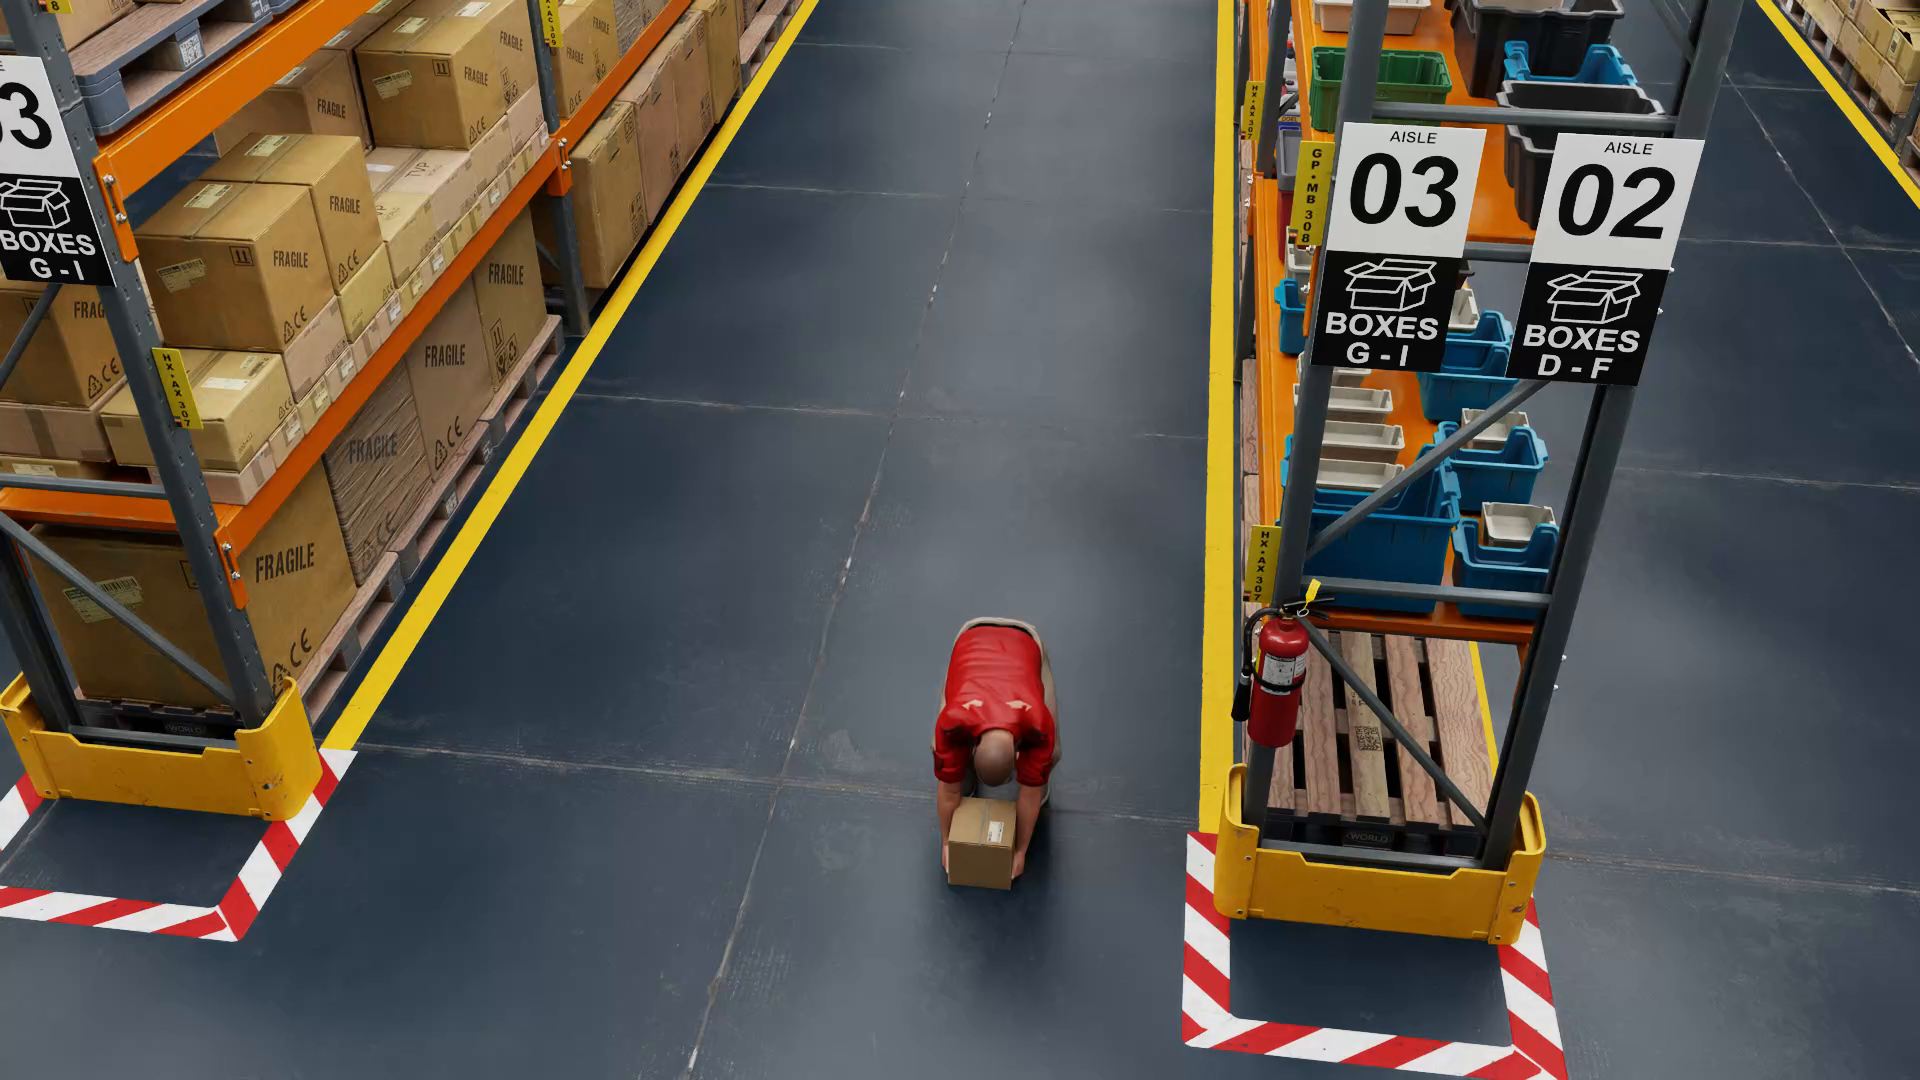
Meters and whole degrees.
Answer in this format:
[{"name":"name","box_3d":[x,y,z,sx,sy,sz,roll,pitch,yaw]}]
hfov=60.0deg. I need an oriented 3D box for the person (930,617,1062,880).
[{"name":"person","box_3d":[0.147,0.820,6.746,0.533,0.803,0.951,3,36,5]}]
